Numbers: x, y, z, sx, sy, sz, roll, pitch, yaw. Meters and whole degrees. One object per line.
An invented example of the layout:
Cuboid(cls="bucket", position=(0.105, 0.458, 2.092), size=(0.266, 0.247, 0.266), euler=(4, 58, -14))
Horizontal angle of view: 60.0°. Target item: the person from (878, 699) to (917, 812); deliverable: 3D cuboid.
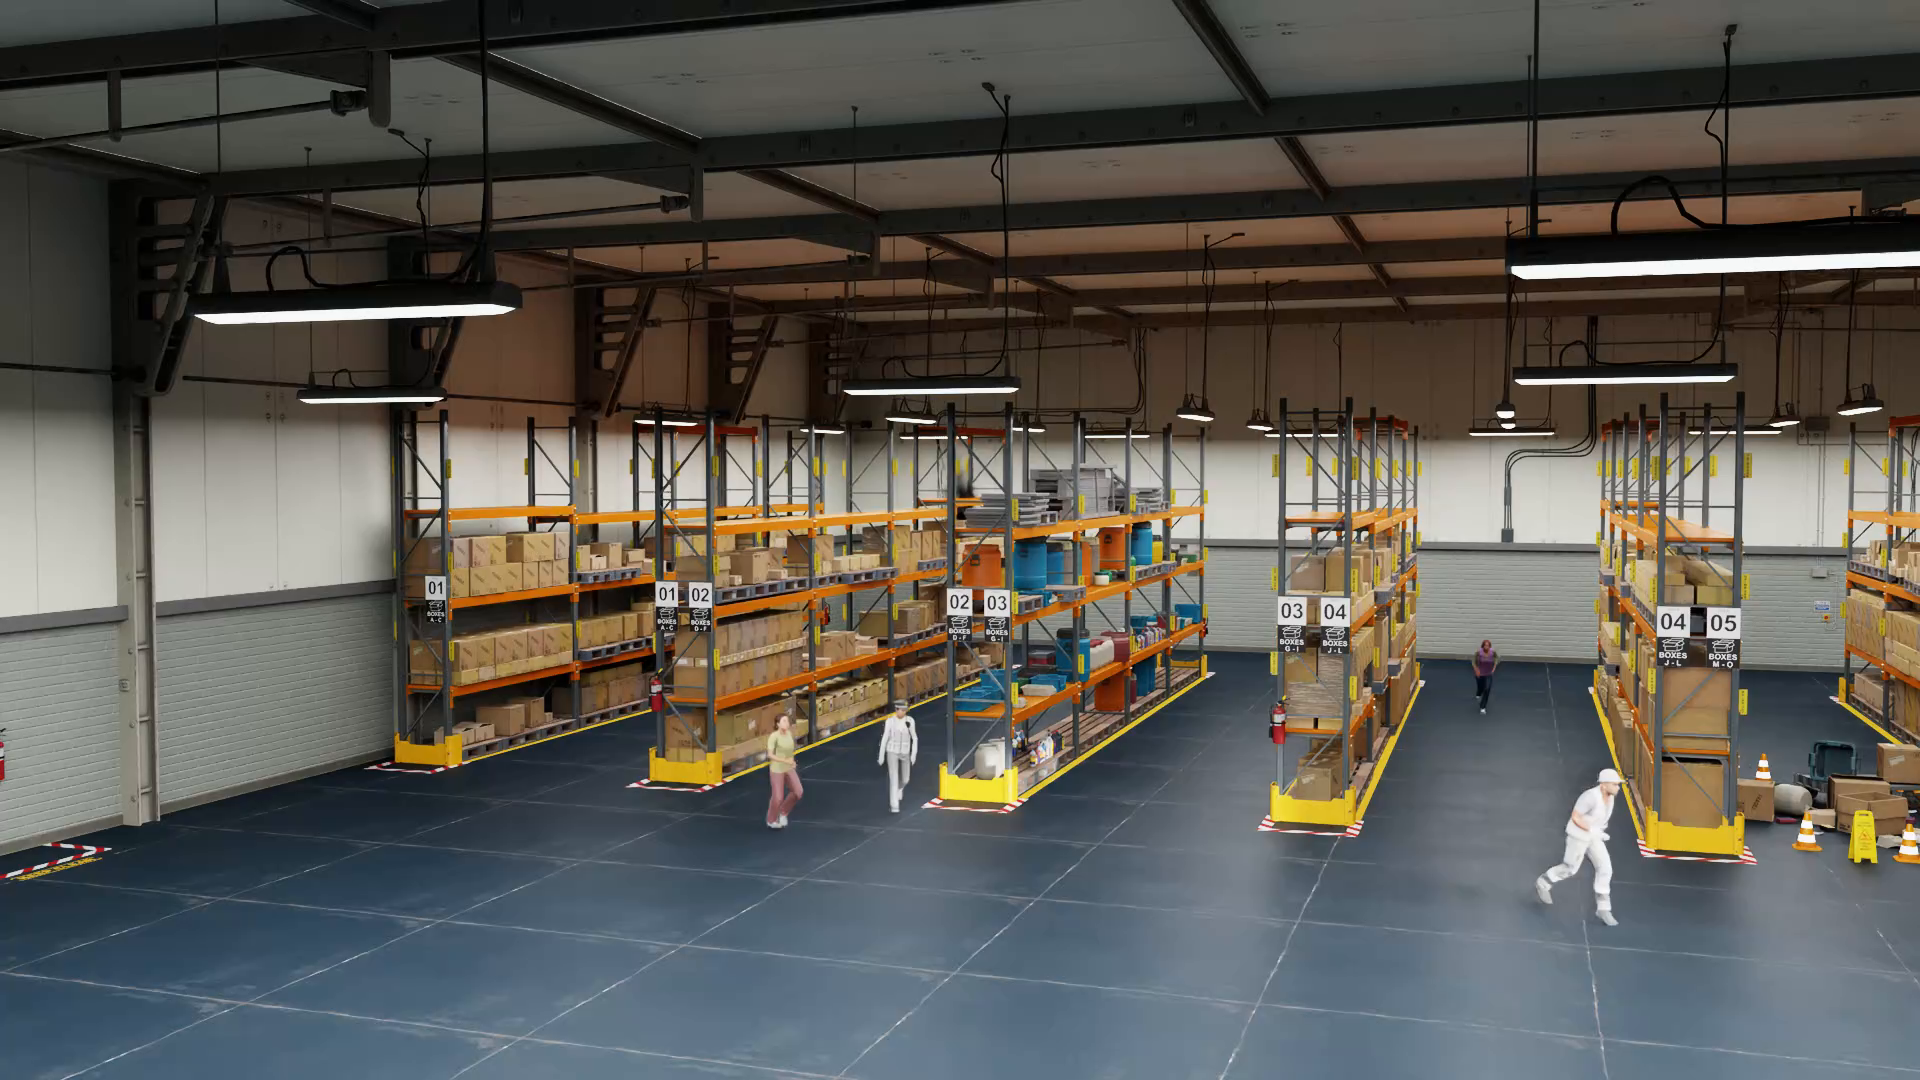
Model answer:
Cuboid(cls="person", position=(-0.913, 3.128, 24.425), size=(0.570, 1.606, 0.908), euler=(-1, 3, -14))

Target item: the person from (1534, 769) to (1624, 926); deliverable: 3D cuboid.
Cuboid(cls="person", position=(6.922, 3.368, 18.597), size=(0.699, 1.729, 1.061), euler=(-2, 3, -40))

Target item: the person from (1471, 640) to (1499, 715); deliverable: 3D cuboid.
Cuboid(cls="person", position=(10.776, 2.791, 34.233), size=(0.549, 1.548, 0.864), euler=(0, 2, 4))

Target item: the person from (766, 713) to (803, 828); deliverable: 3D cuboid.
Cuboid(cls="person", position=(-2.439, 3.189, 22.960), size=(0.679, 1.627, 0.553), euler=(2, 3, 44))
